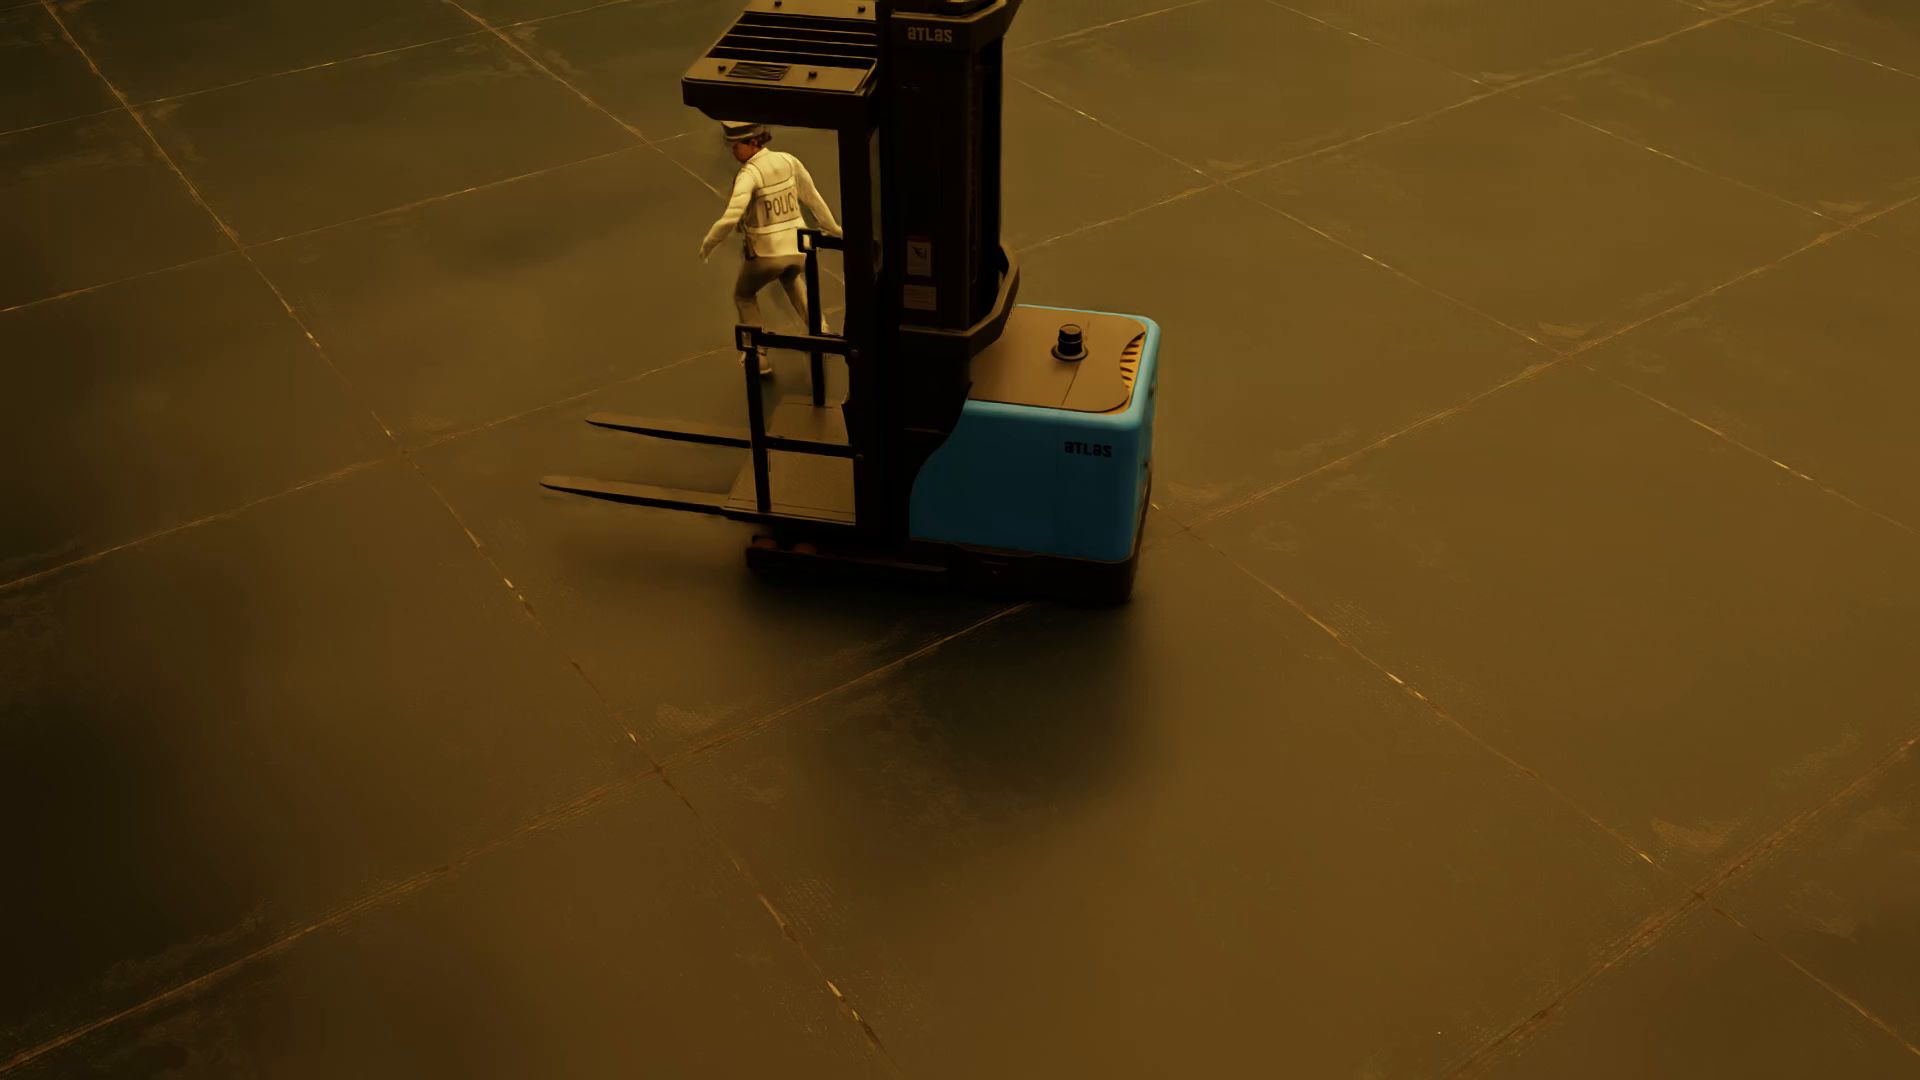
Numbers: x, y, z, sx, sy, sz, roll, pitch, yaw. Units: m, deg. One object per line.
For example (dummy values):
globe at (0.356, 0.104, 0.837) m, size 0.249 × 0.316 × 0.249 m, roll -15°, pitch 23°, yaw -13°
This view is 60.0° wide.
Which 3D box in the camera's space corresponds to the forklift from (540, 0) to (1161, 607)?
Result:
forklift at (-0.582, -1.297, 7.699) m, size 3.031 × 2.935 × 1.130 m, roll 7°, pitch 37°, yaw 9°

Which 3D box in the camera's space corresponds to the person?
person at (-1.031, -1.677, 9.465) m, size 0.893 × 1.510 × 0.521 m, roll -26°, pitch 44°, yaw -31°
